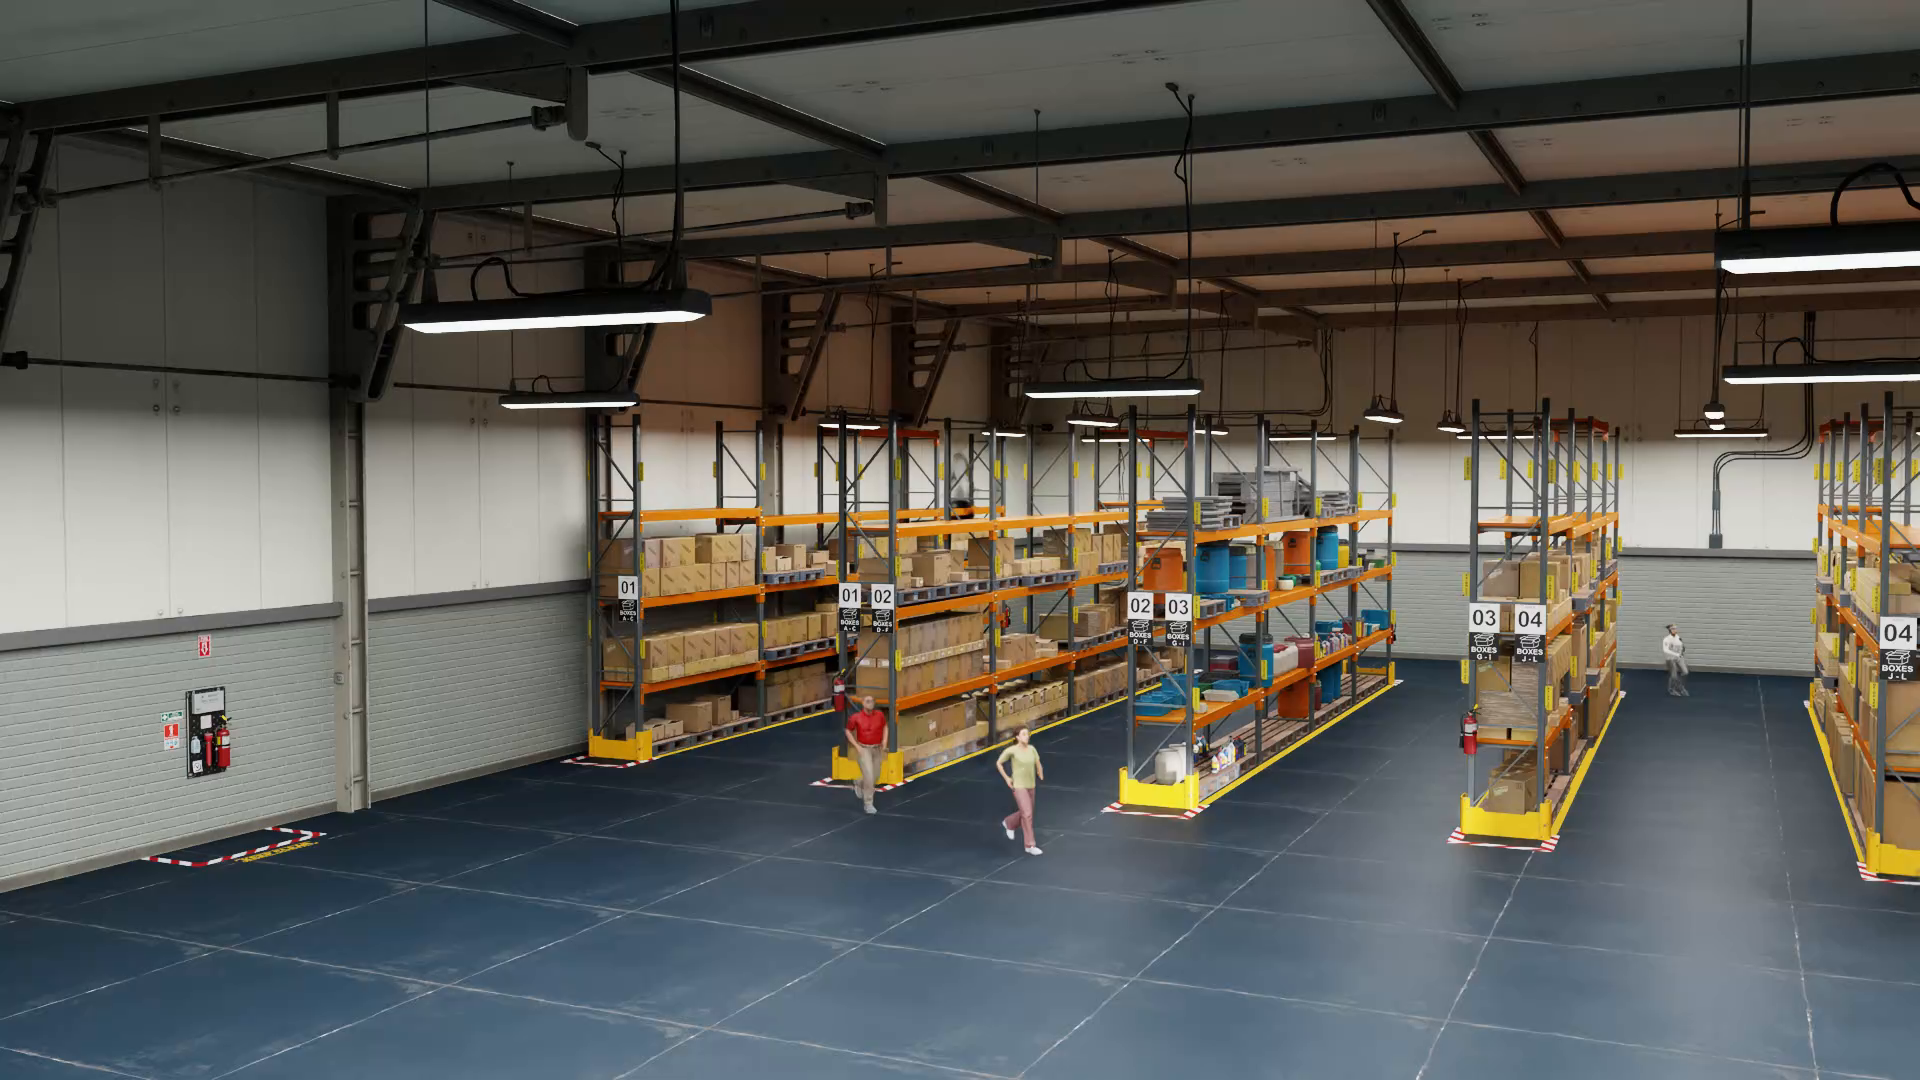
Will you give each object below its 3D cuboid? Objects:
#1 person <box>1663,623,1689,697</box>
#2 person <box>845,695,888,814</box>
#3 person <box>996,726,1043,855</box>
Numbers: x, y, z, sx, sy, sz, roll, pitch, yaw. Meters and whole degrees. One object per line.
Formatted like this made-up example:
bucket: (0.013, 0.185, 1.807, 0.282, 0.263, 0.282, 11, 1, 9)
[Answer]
person: (15.853, 2.654, 36.946, 0.624, 1.641, 0.630, -1, 2, -12)
person: (-1.376, 3.142, 24.646, 0.679, 1.721, 0.723, -1, 3, -31)
person: (0.805, 3.263, 21.922, 0.605, 1.638, 0.906, -2, 3, -34)
